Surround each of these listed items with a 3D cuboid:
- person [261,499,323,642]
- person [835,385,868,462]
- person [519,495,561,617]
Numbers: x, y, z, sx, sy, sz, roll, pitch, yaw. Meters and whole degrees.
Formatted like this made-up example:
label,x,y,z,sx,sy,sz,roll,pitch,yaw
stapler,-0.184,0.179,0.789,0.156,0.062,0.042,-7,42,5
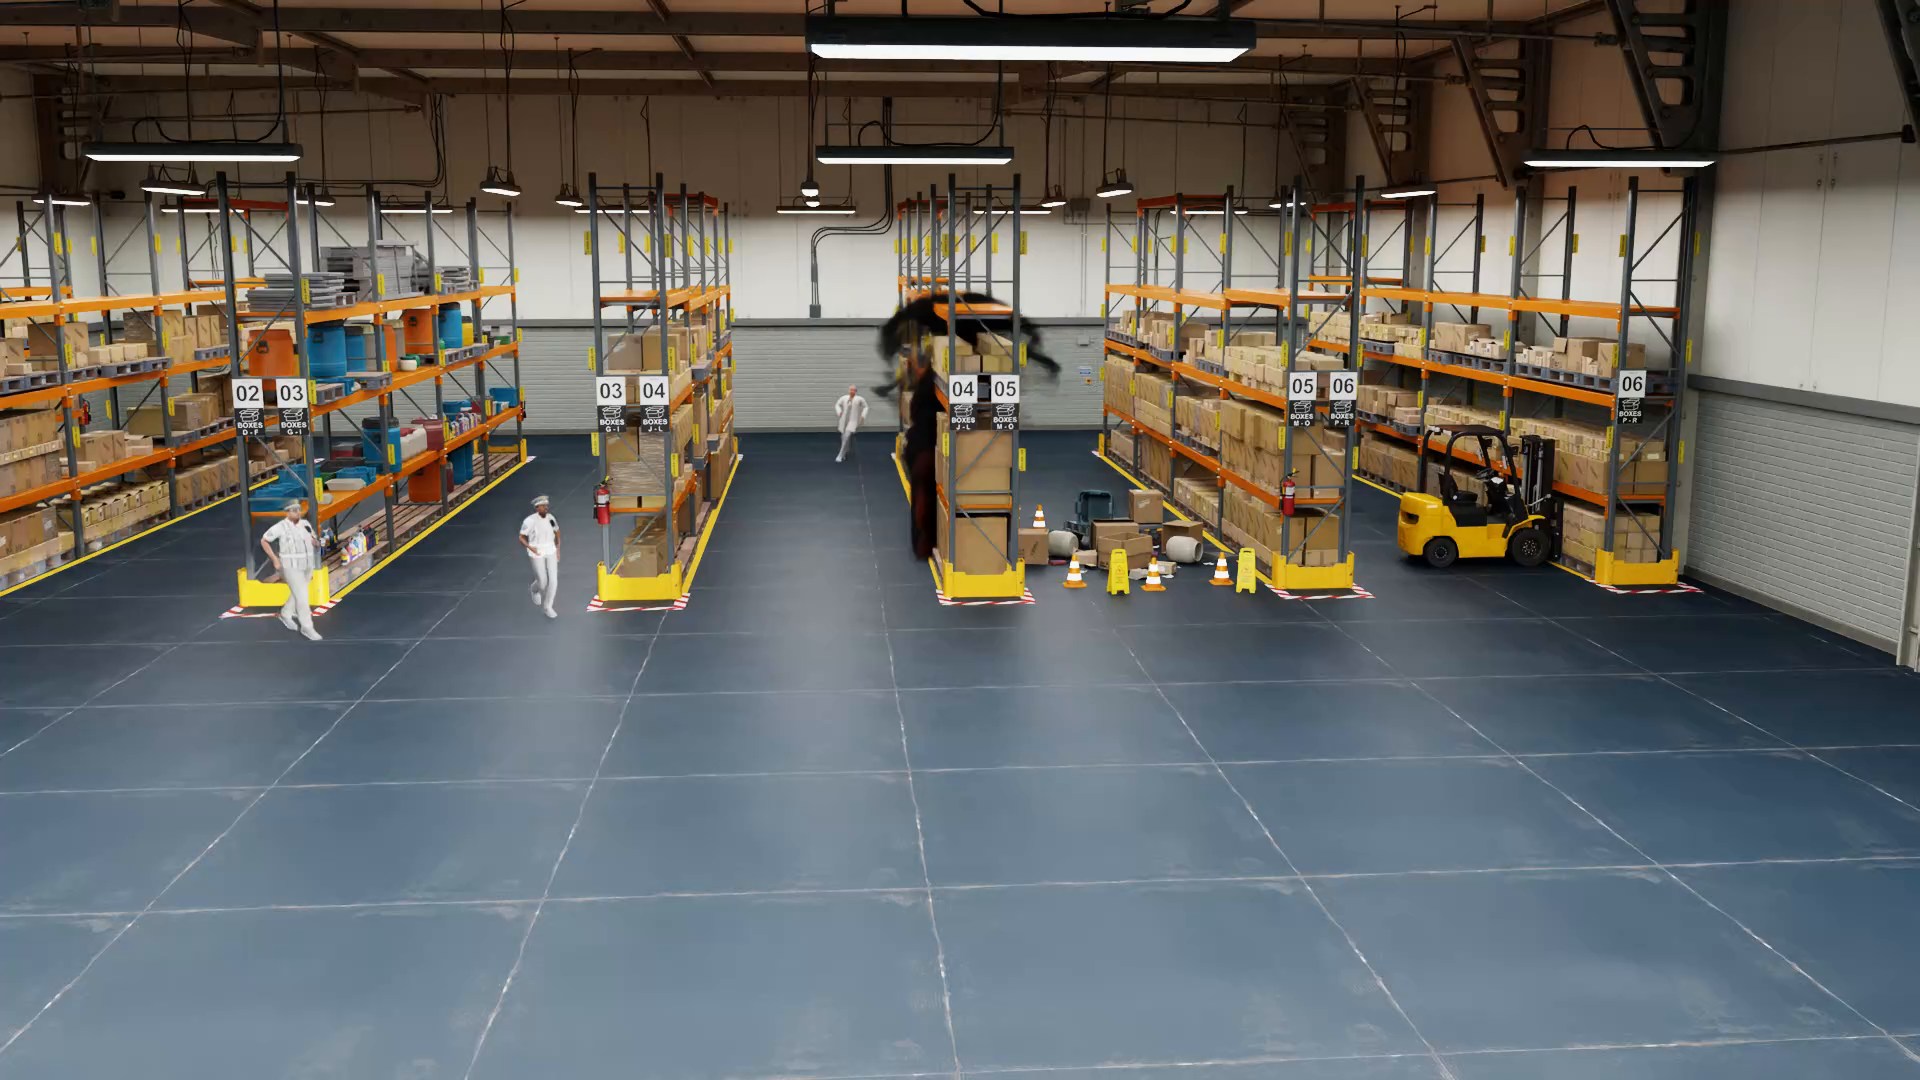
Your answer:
label,x,y,z,sx,sy,sz,roll,pitch,yaw
person,-8.574,0.361,21.486,0.901,1.817,0.647,5,11,24
person,-2.600,-2.770,39.254,0.765,1.756,1.042,3,10,16
person,-5.758,0.205,22.849,0.589,1.677,0.599,-7,12,-35
